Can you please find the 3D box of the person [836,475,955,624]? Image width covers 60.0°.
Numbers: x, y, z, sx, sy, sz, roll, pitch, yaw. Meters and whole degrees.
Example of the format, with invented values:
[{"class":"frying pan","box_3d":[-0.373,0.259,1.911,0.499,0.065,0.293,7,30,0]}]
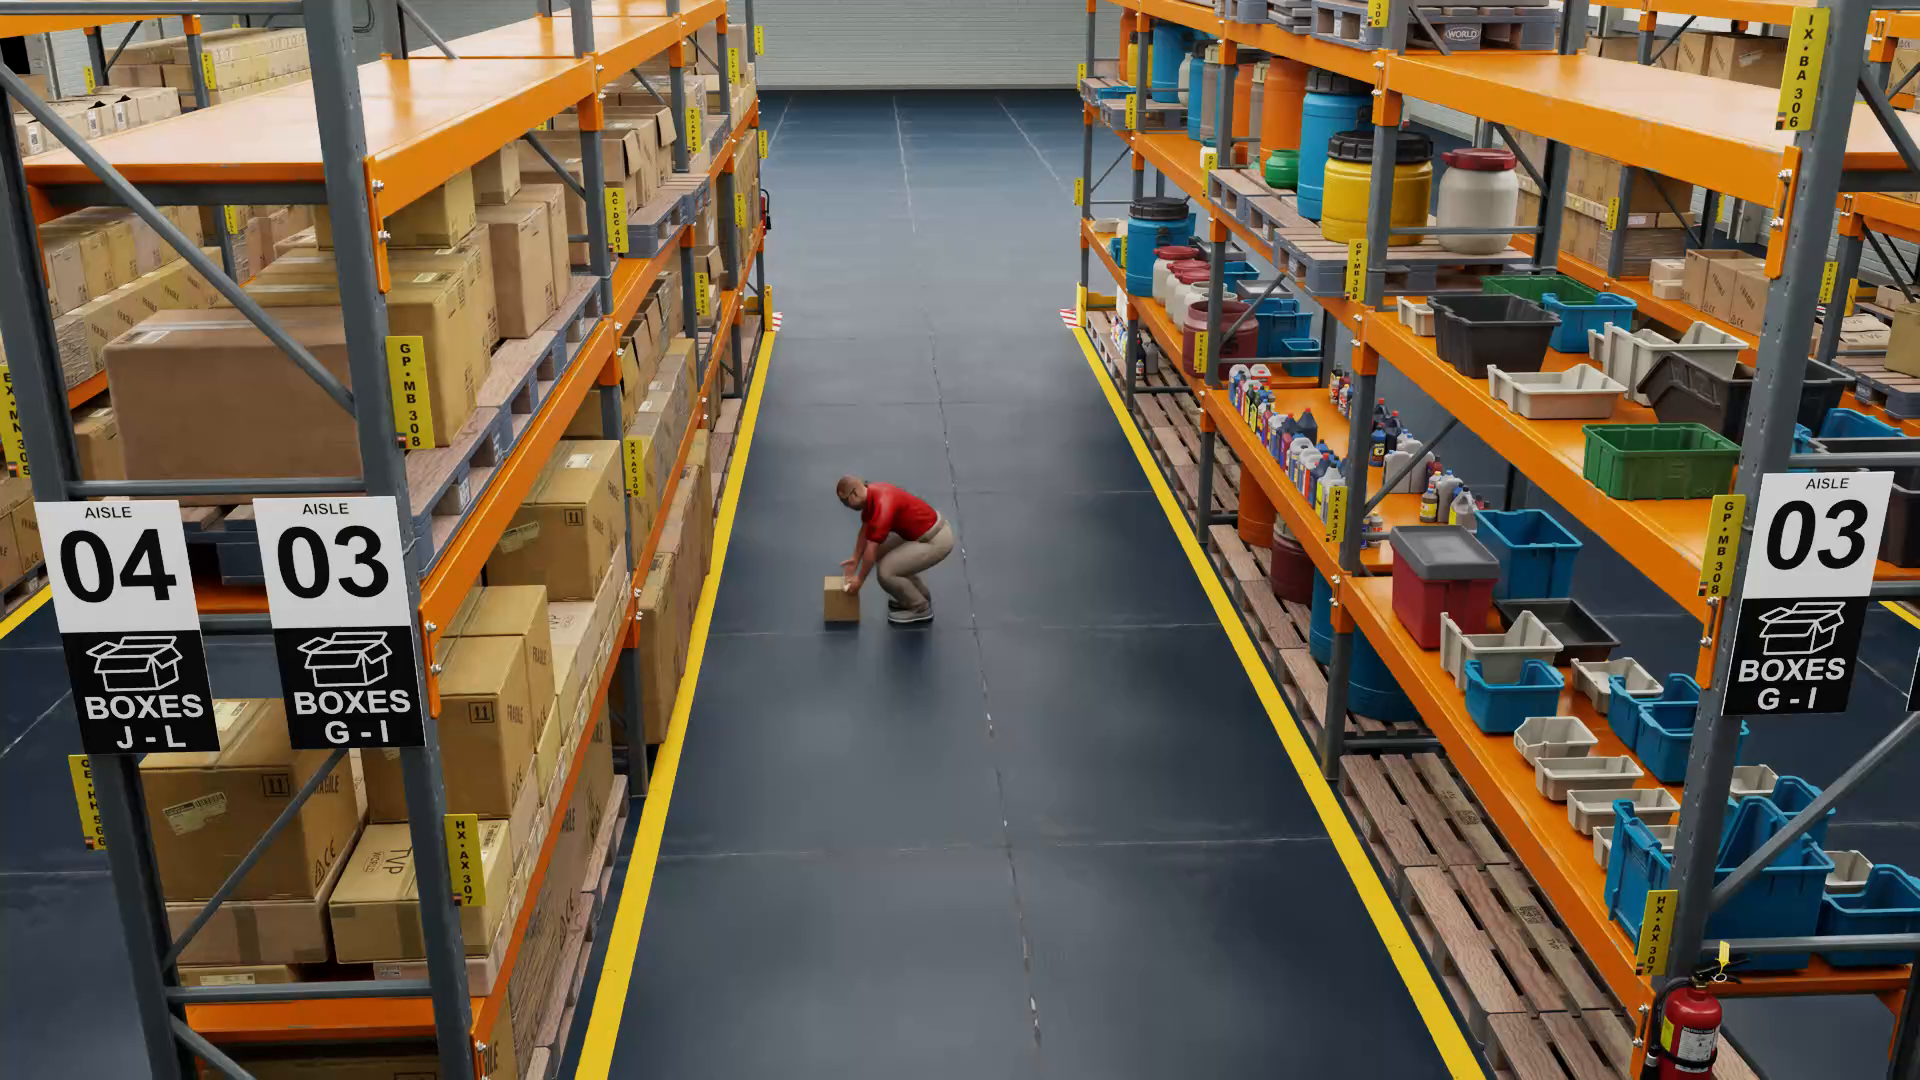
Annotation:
[{"class":"person","box_3d":[-0.459,0.040,11.928,0.839,1.086,0.576,-1,20,-3]}]
